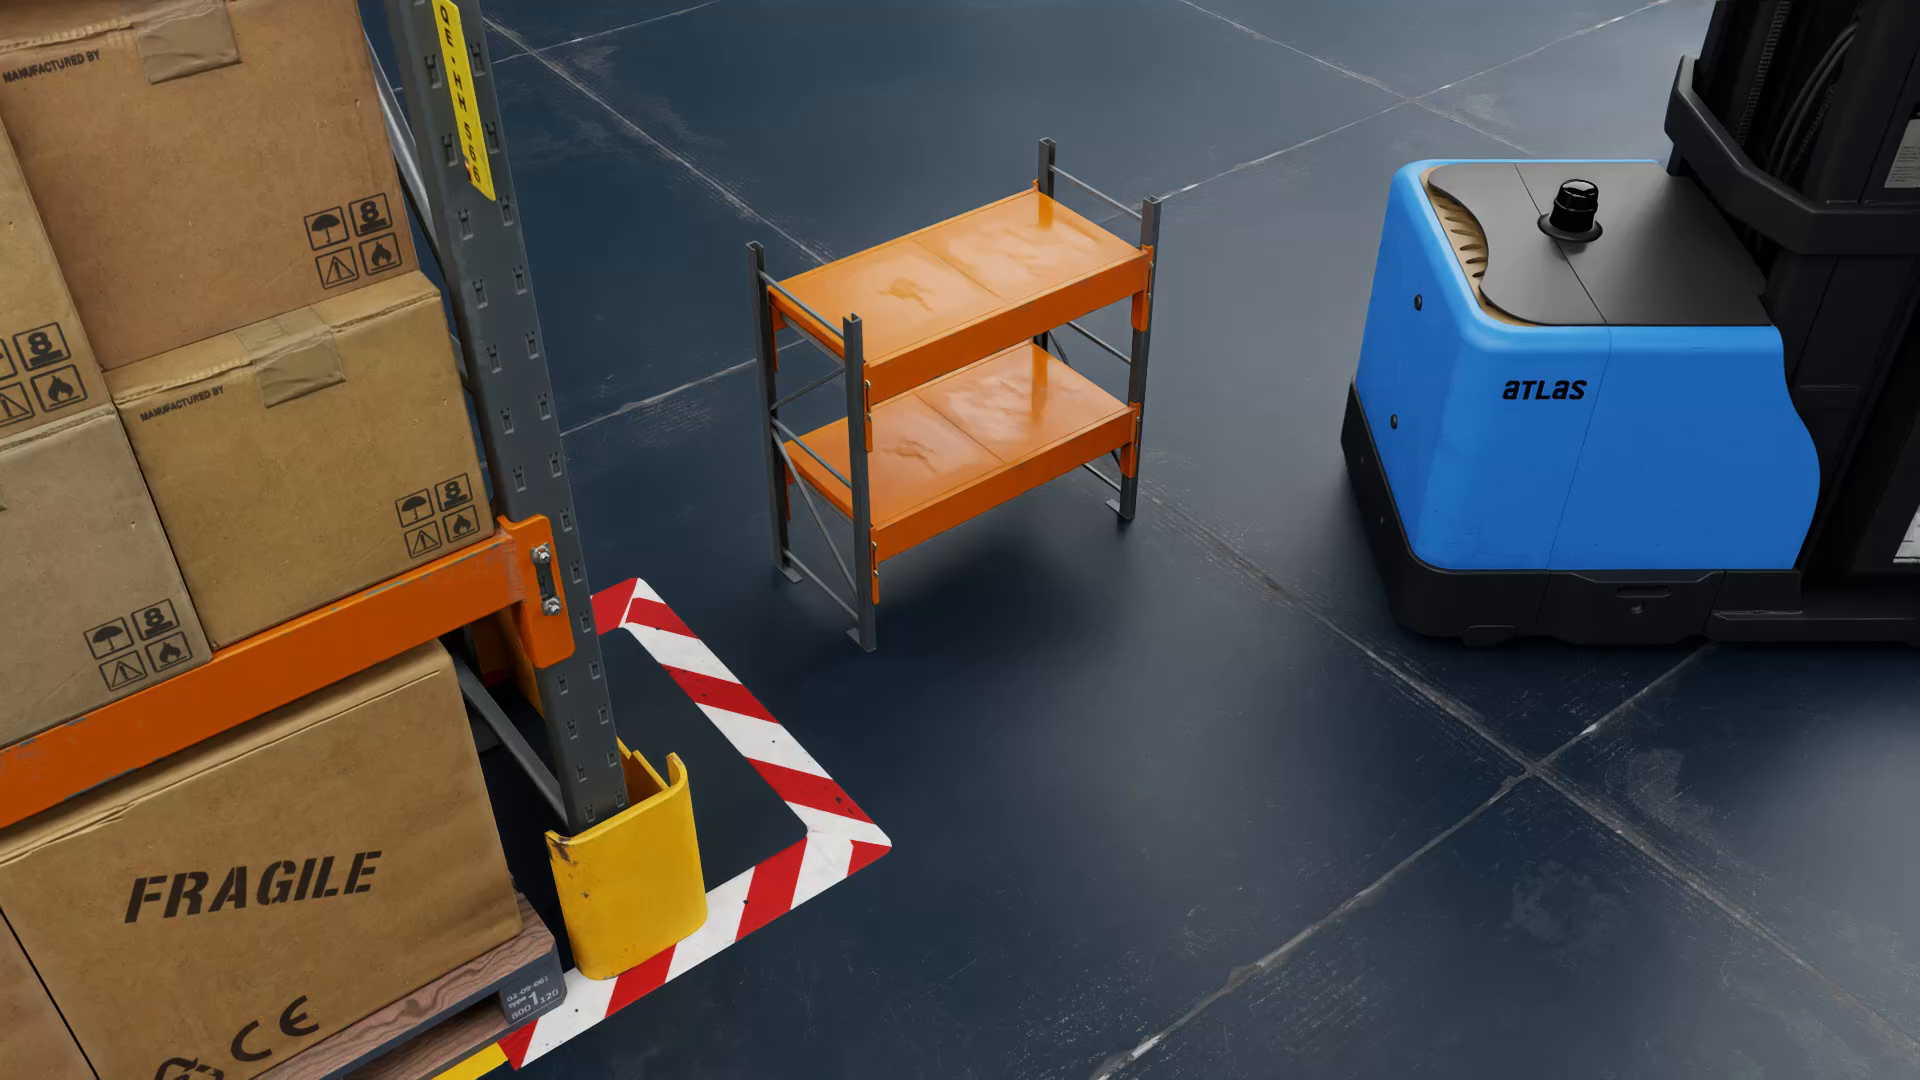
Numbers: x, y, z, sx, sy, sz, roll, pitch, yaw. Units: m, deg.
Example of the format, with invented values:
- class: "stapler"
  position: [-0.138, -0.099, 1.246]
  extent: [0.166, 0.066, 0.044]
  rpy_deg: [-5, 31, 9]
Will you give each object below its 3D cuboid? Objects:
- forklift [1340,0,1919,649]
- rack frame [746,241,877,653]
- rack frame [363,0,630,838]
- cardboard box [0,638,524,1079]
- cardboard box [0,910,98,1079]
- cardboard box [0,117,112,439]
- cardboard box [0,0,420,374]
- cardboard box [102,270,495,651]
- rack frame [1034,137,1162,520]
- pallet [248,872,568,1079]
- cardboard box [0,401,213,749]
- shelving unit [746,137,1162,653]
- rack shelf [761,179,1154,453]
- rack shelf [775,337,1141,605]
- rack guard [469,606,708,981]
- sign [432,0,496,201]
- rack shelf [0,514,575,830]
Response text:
- class: "forklift"
  position: [2.783, -1.137, 4.325]
  extent: [3.031, 2.935, 1.130]
  rpy_deg: [0, 39, 0]
- class: "rack frame"
  position: [-0.408, -0.236, 4.651]
  extent: [0.032, 1.125, 0.500]
  rpy_deg: [-26, 46, -28]
- class: "rack frame"
  position: [-1.110, -0.442, 3.424]
  extent: [0.127, 3.000, 1.000]
  rpy_deg: [-26, 46, -28]
- class: "cardboard box"
  position: [-1.607, 0.512, 3.605]
  extent: [0.875, 0.875, 0.875]
  rpy_deg: [-26, 46, -28]
- class: "cardboard box"
  position: [-2.304, 0.853, 3.189]
  extent: [0.875, 0.875, 0.875]
  rpy_deg: [-27, 46, -29]
- class: "cardboard box"
  position: [-1.808, -0.535, 2.567]
  extent: [0.550, 0.550, 0.875]
  rpy_deg: [-26, 46, -28]
- class: "cardboard box"
  position: [-1.428, -0.794, 2.883]
  extent: [0.550, 0.550, 0.875]
  rpy_deg: [-26, 46, -28]
- class: "cardboard box"
  position: [-1.376, -0.334, 3.174]
  extent: [0.550, 0.550, 0.875]
  rpy_deg: [-26, 46, -28]
- class: "rack frame"
  position: [0.398, -0.629, 5.130]
  extent: [0.032, 1.125, 0.500]
  rpy_deg: [-26, 46, -28]
- class: "pallet"
  position: [-1.696, 0.984, 3.884]
  extent: [1.213, 0.211, 1.003]
  rpy_deg: [-26, 46, -28]
- class: "cardboard box"
  position: [-1.799, -0.110, 2.901]
  extent: [0.550, 0.550, 0.875]
  rpy_deg: [-26, 46, -28]
- class: "shelving unit"
  position: [-0.005, -0.432, 4.890]
  extent: [1.048, 1.125, 0.538]
  rpy_deg: [-26, 46, -28]
- class: "rack shelf"
  position: [-0.005, -0.659, 4.704]
  extent: [1.000, 0.278, 0.538]
  rpy_deg: [-26, 46, -28]
- class: "rack shelf"
  position: [-0.005, -0.243, 5.045]
  extent: [1.000, 0.278, 0.538]
  rpy_deg: [-26, 46, -28]
- class: "rack guard"
  position: [-1.091, 0.515, 4.228]
  extent: [0.348, 0.500, 1.175]
  rpy_deg: [-26, 46, -28]
- class: "sign"
  position: [-0.790, -0.703, 2.642]
  extent: [0.005, 0.325, 0.100]
  rpy_deg: [-26, 46, -28]
- class: "rack shelf"
  position: [-2.696, 0.609, 2.710]
  extent: [4.000, 0.370, 1.077]
  rpy_deg: [-26, 46, -28]
